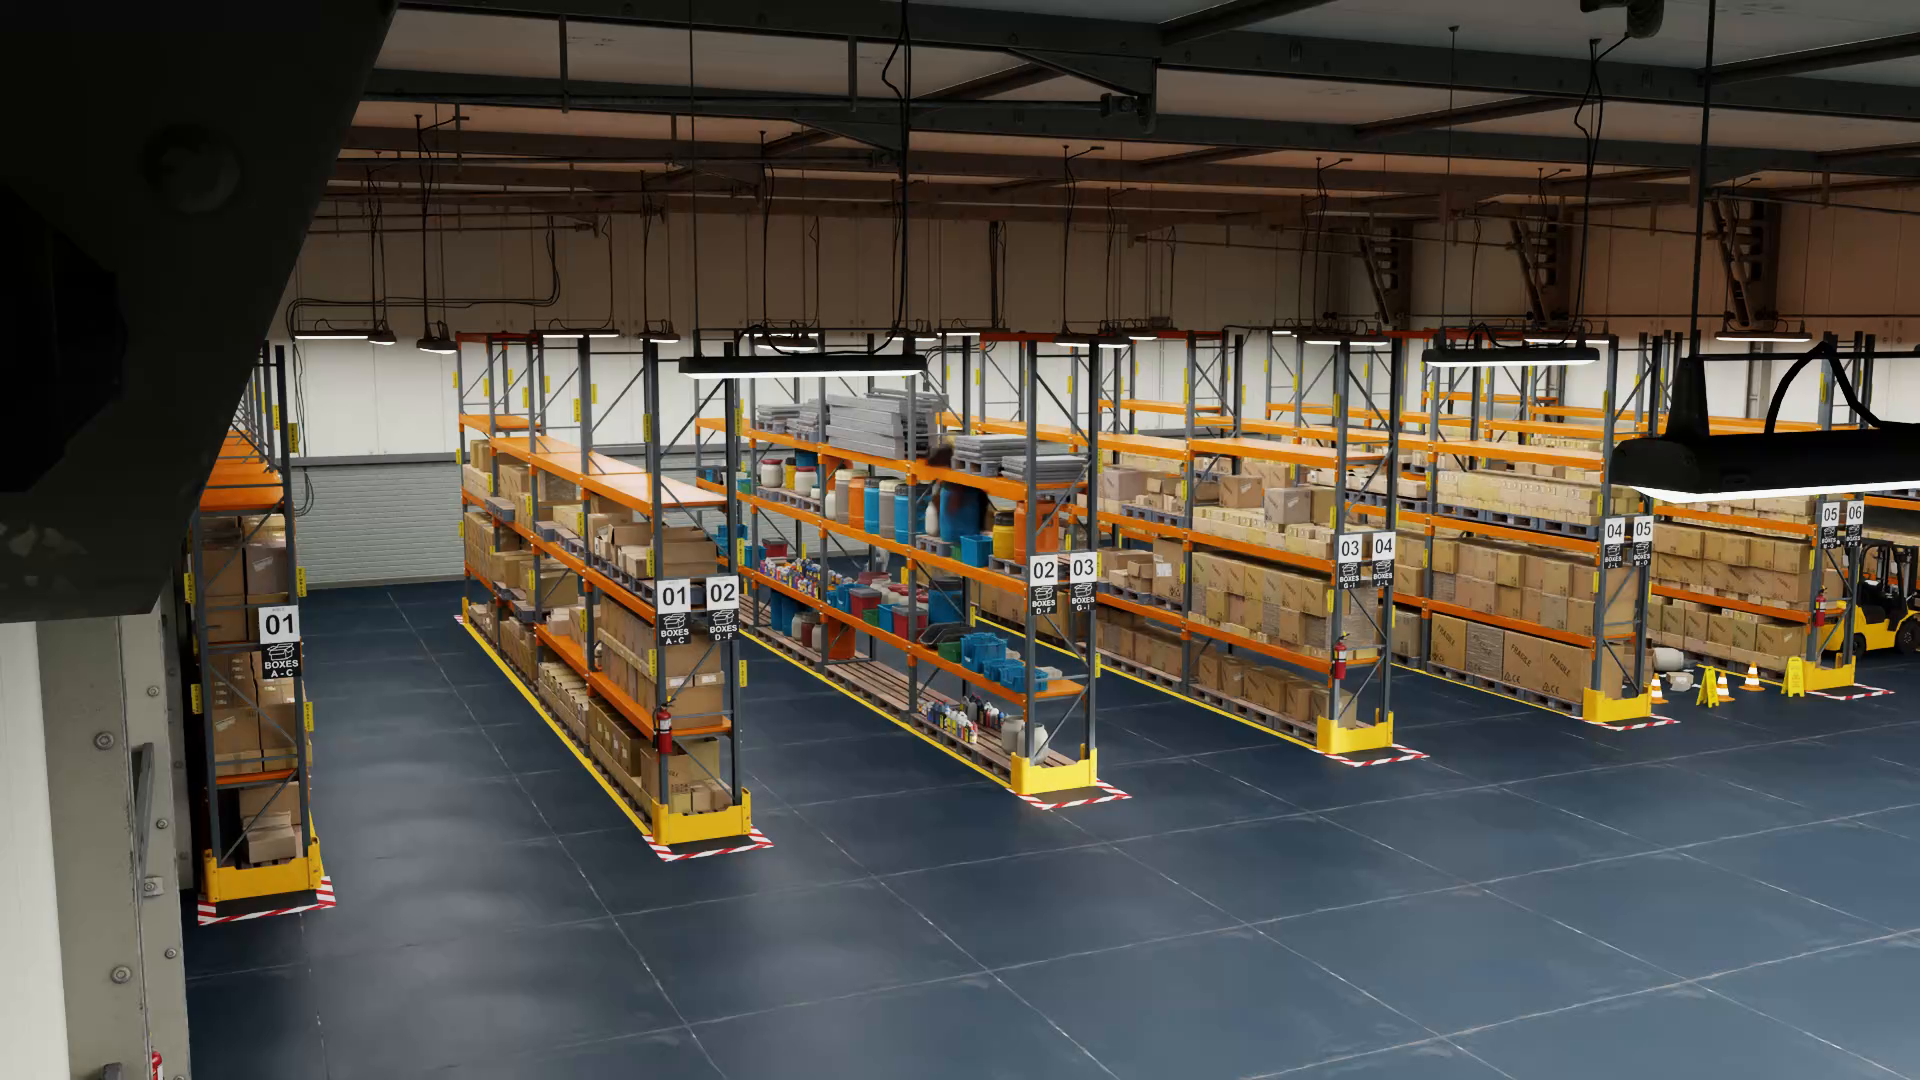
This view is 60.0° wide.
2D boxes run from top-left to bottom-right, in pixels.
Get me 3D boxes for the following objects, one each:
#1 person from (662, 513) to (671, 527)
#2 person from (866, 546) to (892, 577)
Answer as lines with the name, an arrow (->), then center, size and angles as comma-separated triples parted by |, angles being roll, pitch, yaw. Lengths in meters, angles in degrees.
person -> -7.145, 0.134, 39.857 | 0.792, 1.646, 0.509 | 0, 8, 3
person -> -1.940, 0.057, 40.334 | 0.580, 1.665, 0.475 | 2, 8, 14
